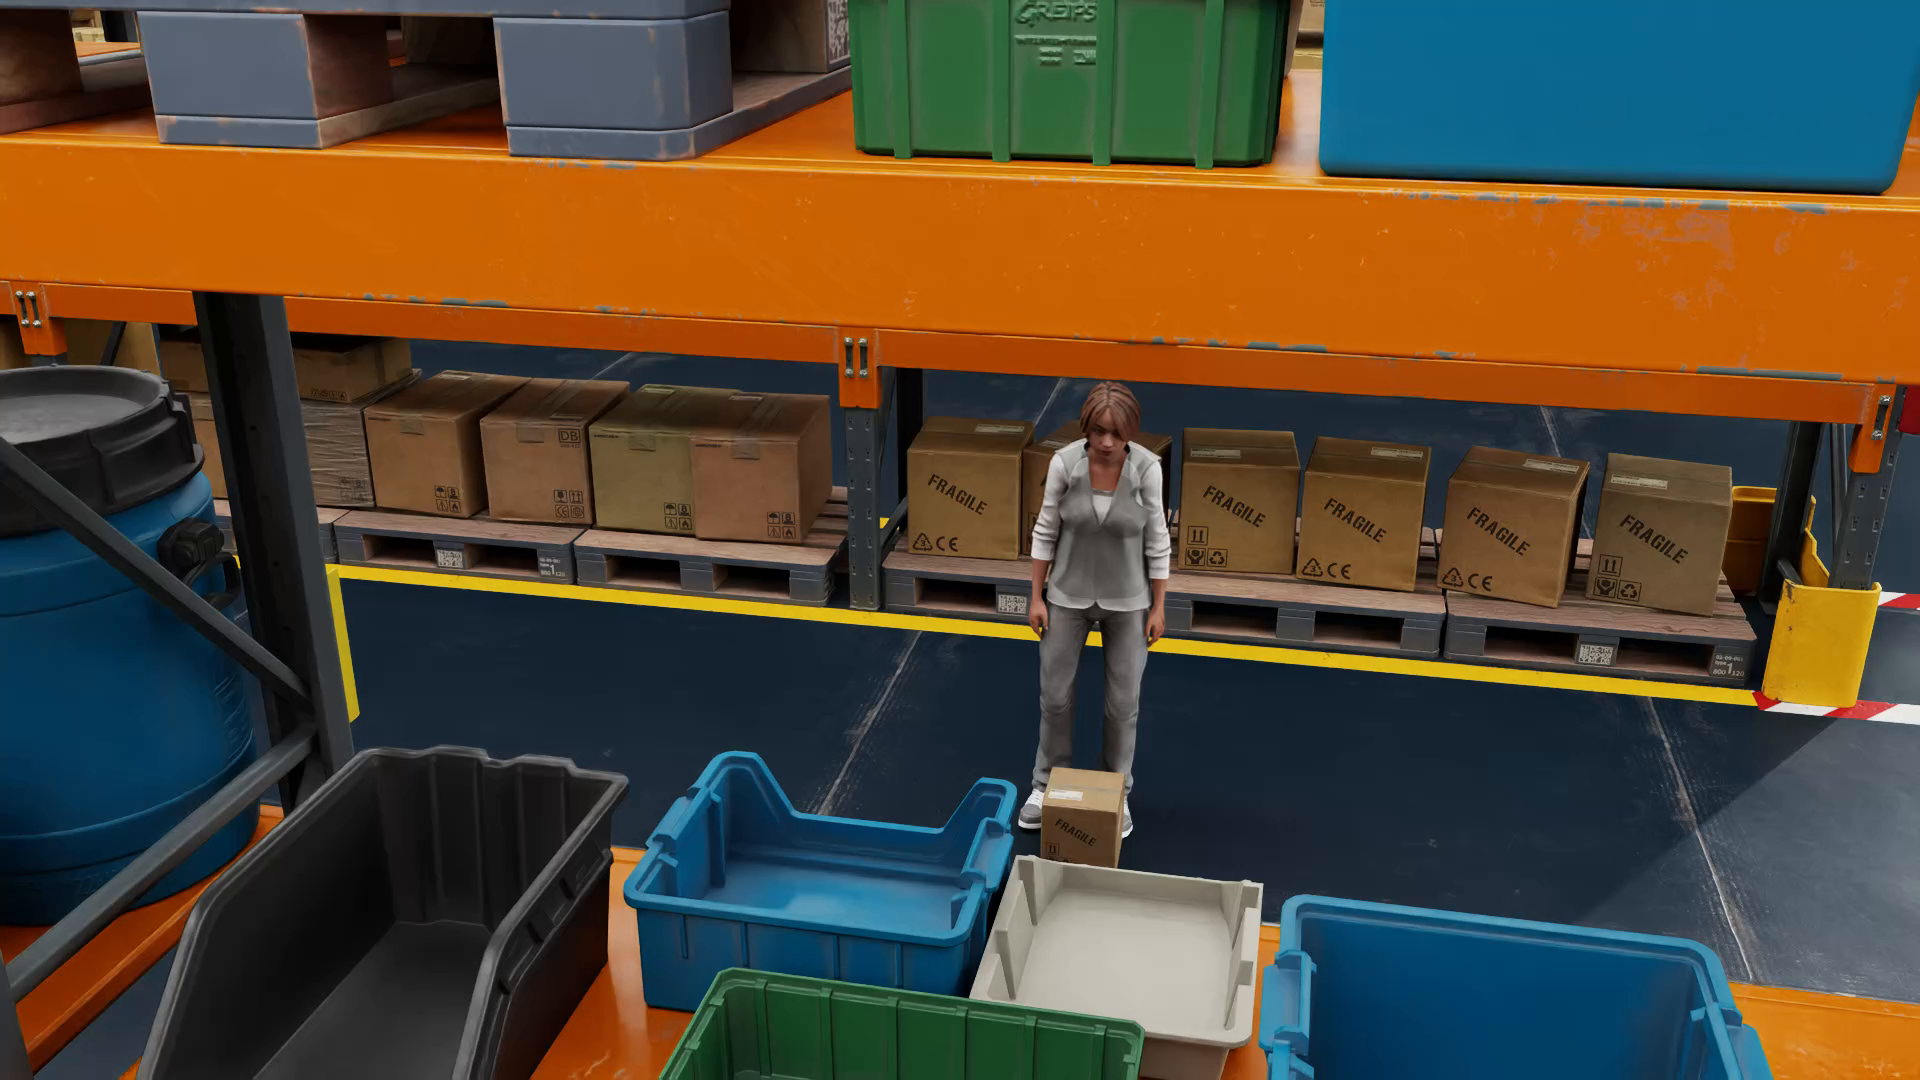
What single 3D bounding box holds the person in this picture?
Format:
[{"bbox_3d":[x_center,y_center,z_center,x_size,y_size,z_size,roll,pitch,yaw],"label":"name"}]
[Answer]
[{"bbox_3d":[-9.024,-2.670,6.836,19.901,6.000,24.293,3,22,8],"label":"person"}]
